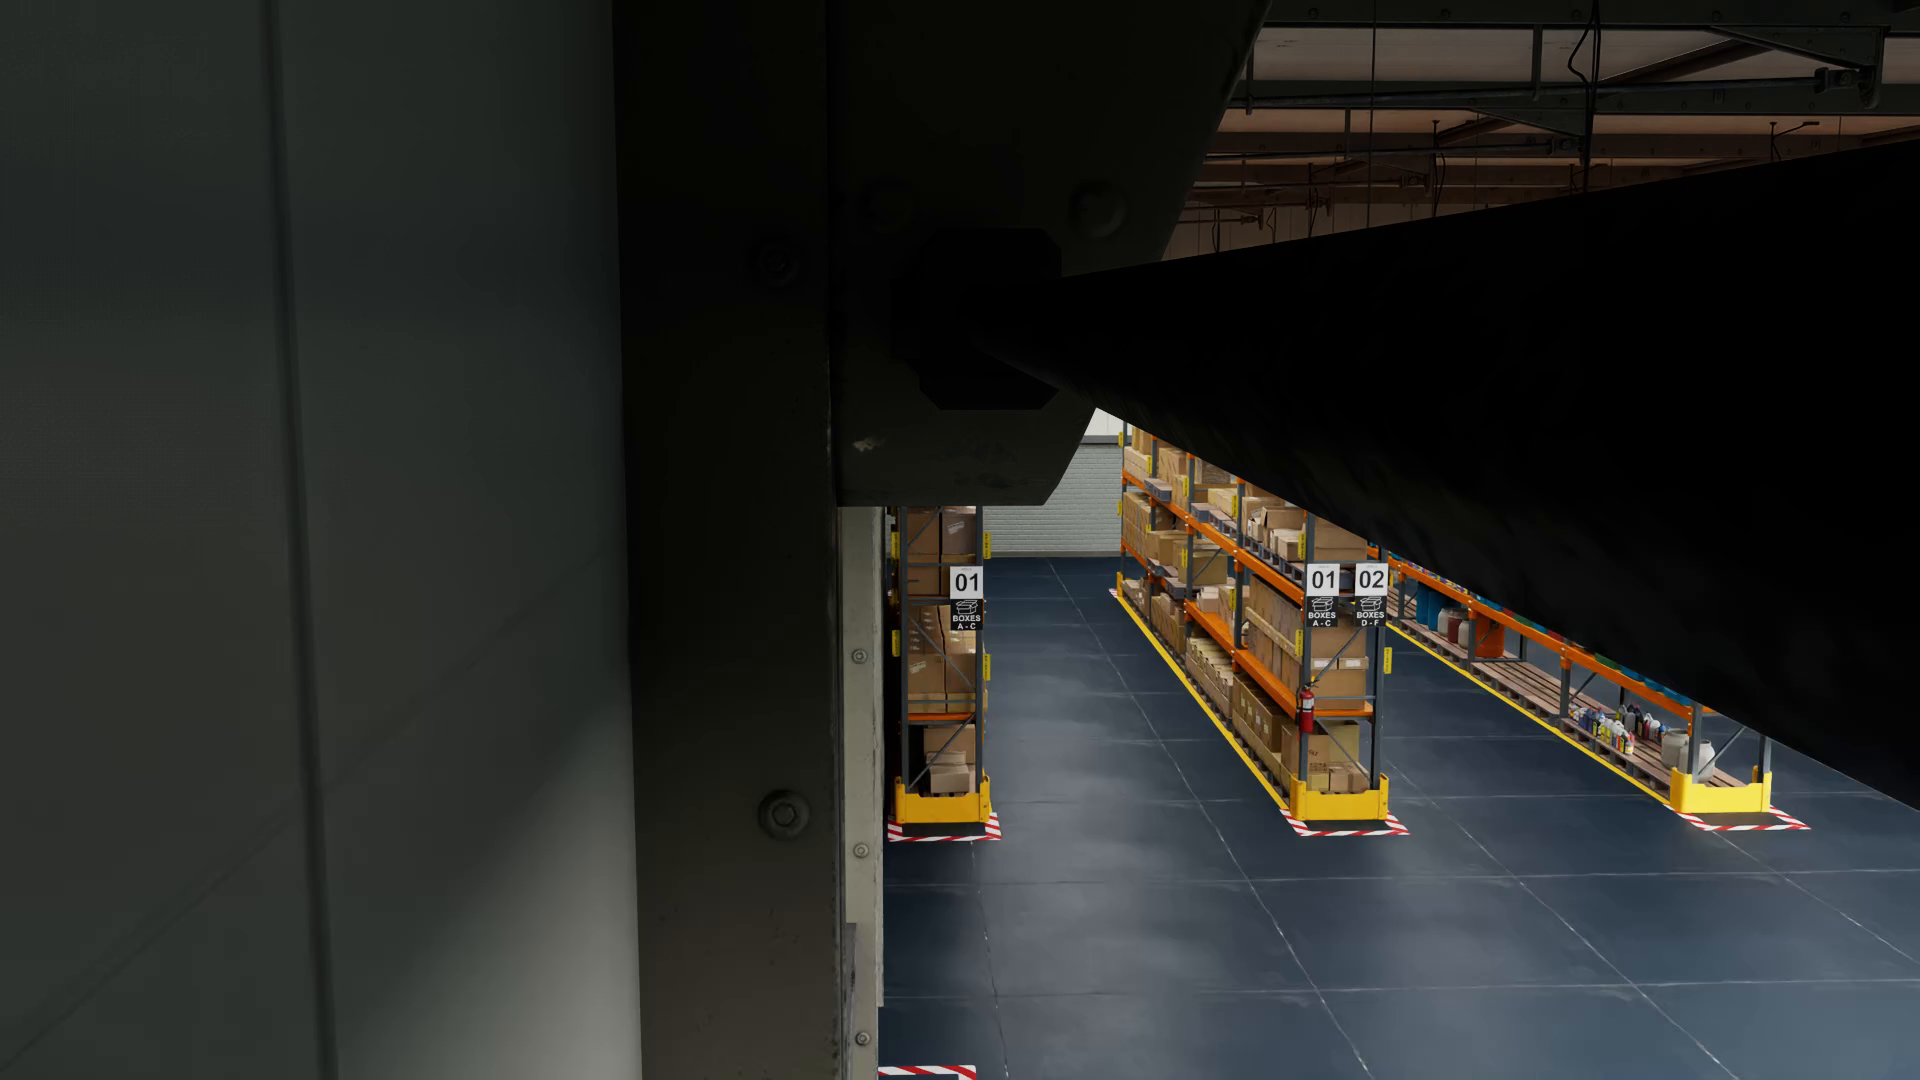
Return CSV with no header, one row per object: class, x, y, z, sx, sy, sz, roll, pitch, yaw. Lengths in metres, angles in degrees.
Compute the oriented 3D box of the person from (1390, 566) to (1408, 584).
person,10.005,0.134,37.972,0.730,1.703,0.535,-1,8,-5
